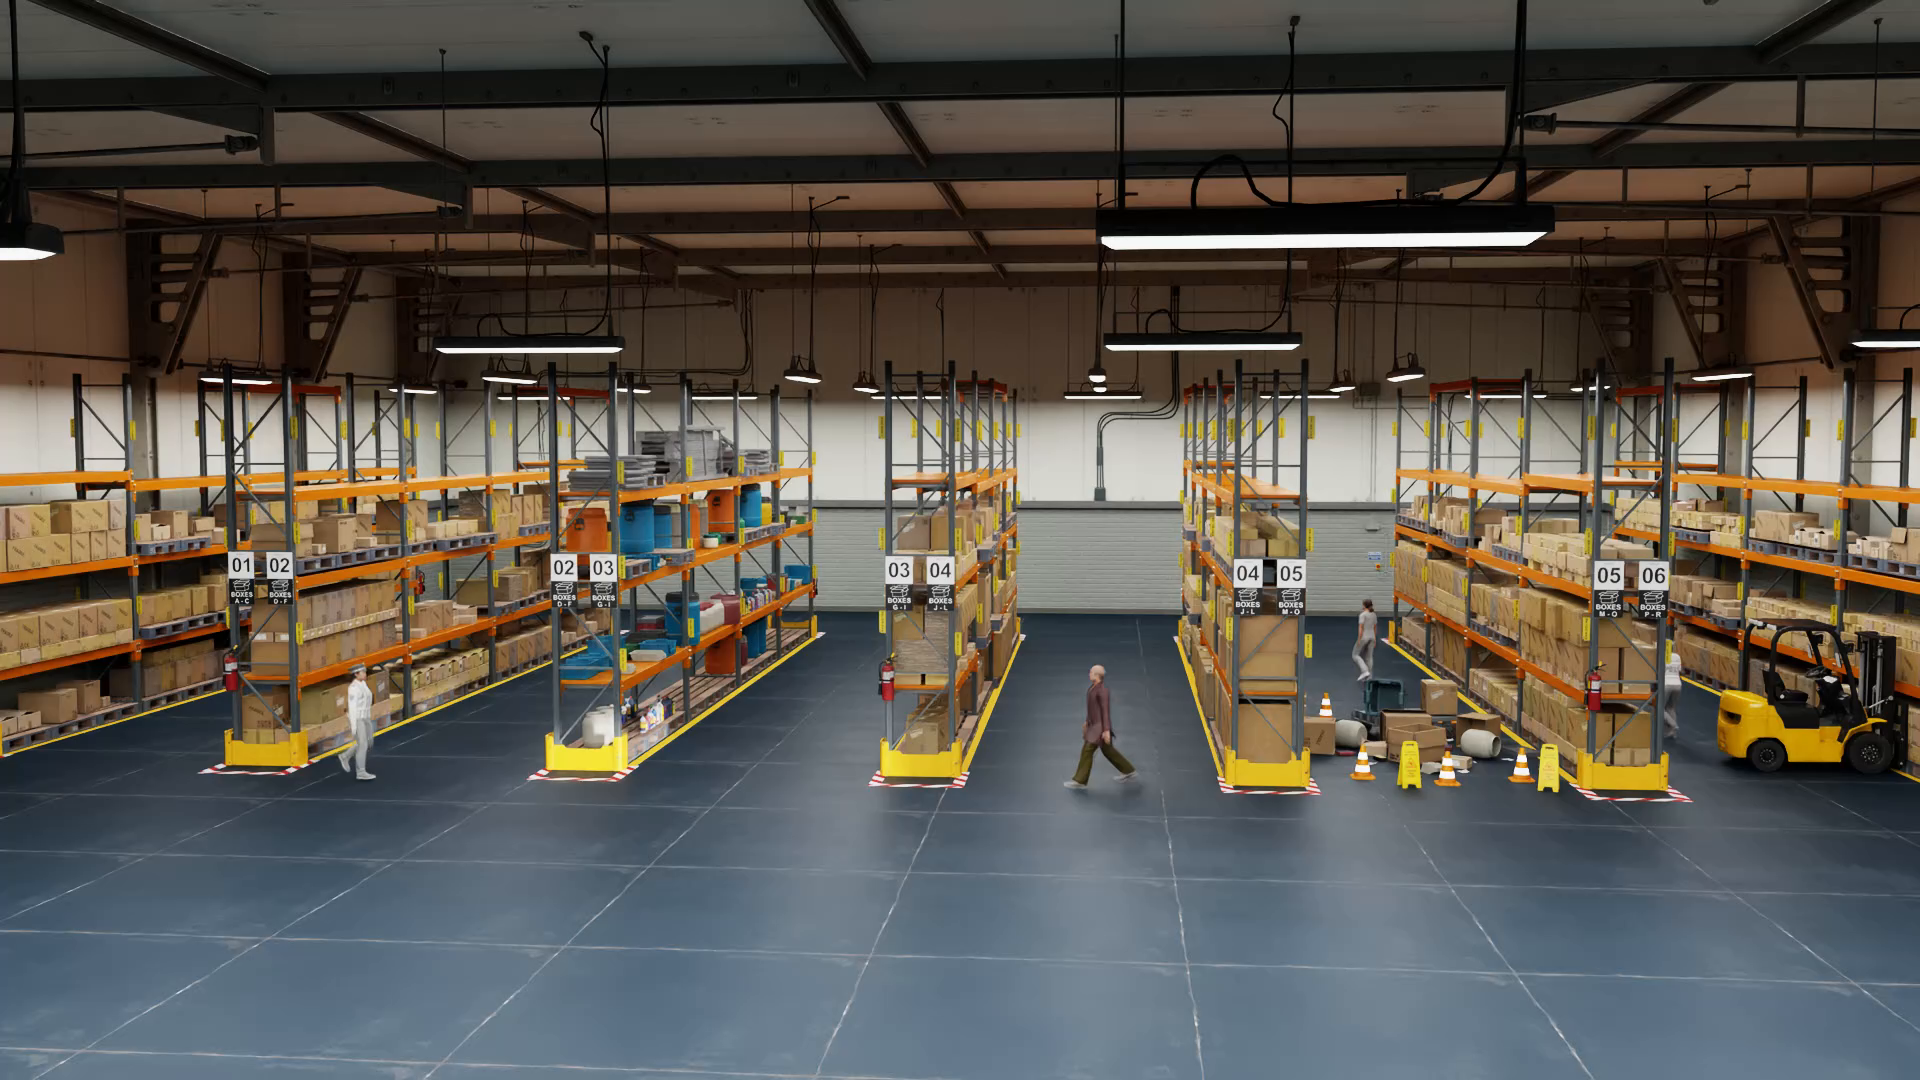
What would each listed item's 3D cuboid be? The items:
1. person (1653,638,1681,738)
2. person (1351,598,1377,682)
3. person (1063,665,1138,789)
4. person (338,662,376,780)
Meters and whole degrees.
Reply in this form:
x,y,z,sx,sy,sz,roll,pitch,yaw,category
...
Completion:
x,y,z,sx,sy,sz,roll,pitch,yaw,category
11.544,2.414,27.047,0.510,1.633,0.660,-1,4,-10,person
8.094,1.995,33.051,0.495,1.670,0.465,-2,4,-28,person
1.963,2.602,23.241,1.137,1.730,0.646,-1,4,-12,person
-8.676,2.581,23.847,0.625,1.675,0.482,0,4,5,person
